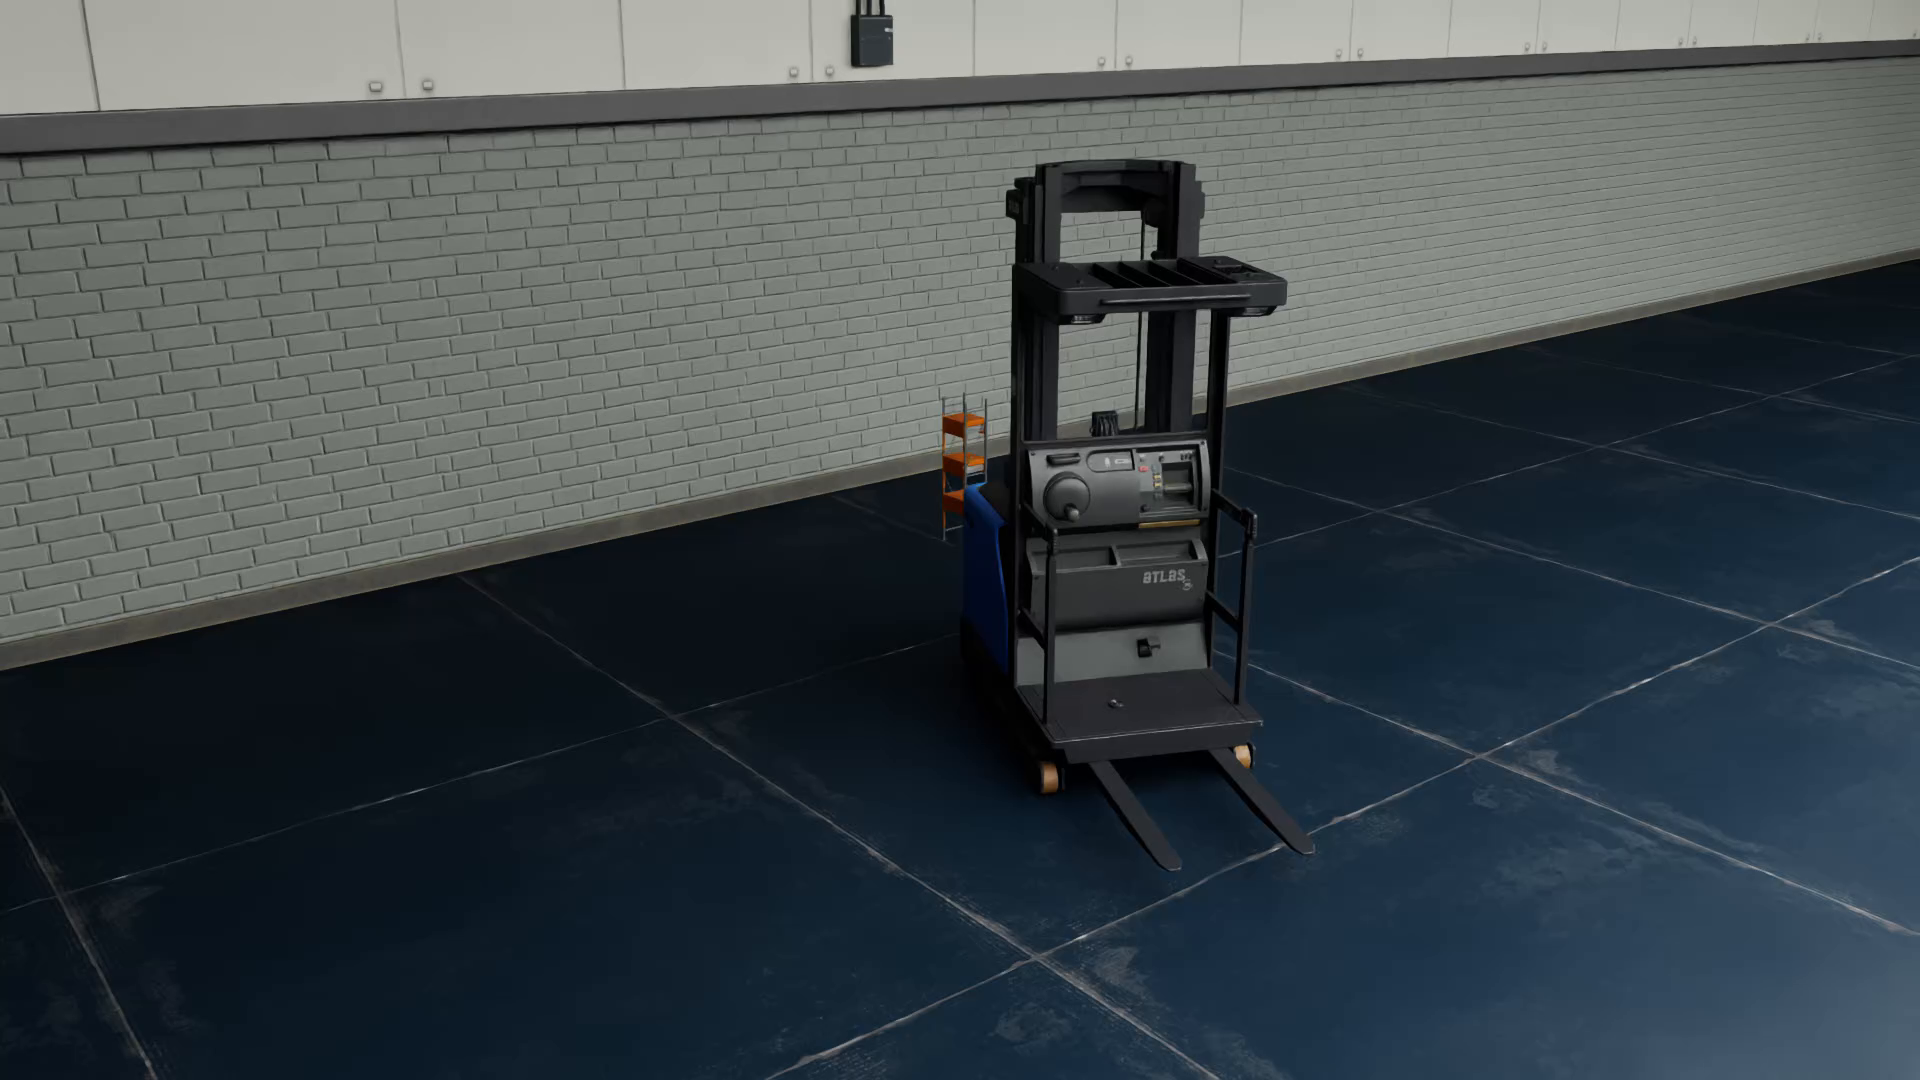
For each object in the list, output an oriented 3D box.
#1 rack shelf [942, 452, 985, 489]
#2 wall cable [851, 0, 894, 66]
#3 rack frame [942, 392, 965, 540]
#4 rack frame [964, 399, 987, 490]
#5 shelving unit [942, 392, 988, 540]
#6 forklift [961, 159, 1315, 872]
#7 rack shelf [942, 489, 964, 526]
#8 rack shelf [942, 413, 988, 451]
[{"bbox_3d":[0.033,-0.475,11.661,0.215,0.259,0.240,-14,23,-36],"label":"rack shelf"},{"bbox_3d":[0.153,-6.530,11.859,2.305,6.003,0.169,-14,23,-36],"label":"wall cable"},{"bbox_3d":[-0.043,-0.515,11.748,0.200,1.050,0.008,-14,23,-36],"label":"rack frame"},{"bbox_3d":[0.109,-0.455,11.567,0.200,1.050,0.008,-14,23,-36],"label":"rack frame"},{"bbox_3d":[0.033,-0.485,11.658,0.215,1.050,0.252,-14,23,-36],"label":"shelving unit"},{"bbox_3d":[0.844,-0.281,8.050,1.130,2.935,3.031,-4,19,-13],"label":"forklift"},{"bbox_3d":[0.033,-0.211,11.748,0.215,0.259,0.240,-14,23,-36],"label":"rack shelf"},{"bbox_3d":[0.033,-0.745,11.572,0.215,0.259,0.240,-14,23,-36],"label":"rack shelf"}]
